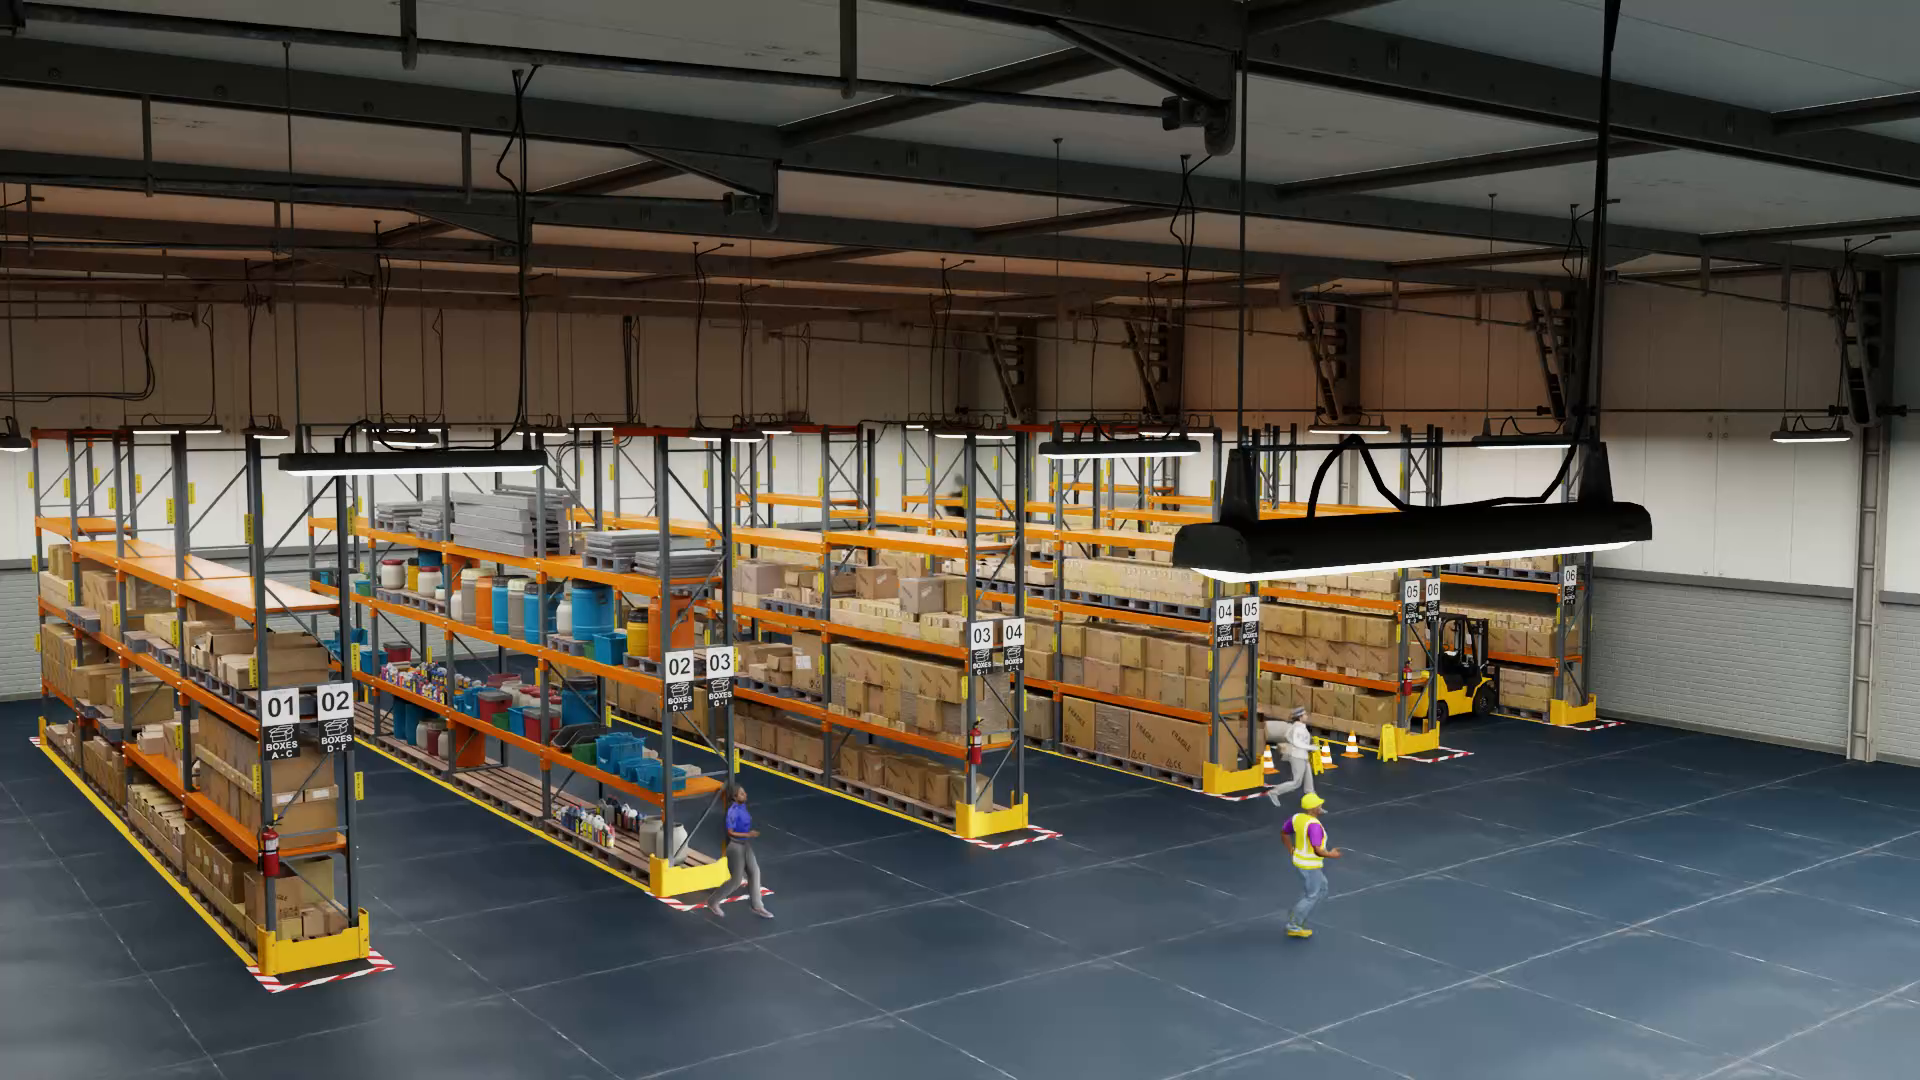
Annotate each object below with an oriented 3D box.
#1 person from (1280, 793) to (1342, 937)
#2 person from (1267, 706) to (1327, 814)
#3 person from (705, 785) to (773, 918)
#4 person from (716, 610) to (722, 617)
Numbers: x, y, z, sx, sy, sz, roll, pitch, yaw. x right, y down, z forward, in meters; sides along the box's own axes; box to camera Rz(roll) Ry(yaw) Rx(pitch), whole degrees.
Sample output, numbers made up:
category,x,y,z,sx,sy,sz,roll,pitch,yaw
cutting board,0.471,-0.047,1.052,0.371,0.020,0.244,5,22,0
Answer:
category,x,y,z,sx,sy,sz,roll,pitch,yaw
person,4.224,3.891,19.922,0.629,1.734,0.695,-1,5,-8
person,5.323,3.441,26.127,0.907,1.688,0.630,1,5,15
person,-2.749,3.881,20.645,0.827,1.661,0.589,1,5,9
person,-5.701,2.450,38.454,0.697,1.742,0.722,-4,6,-39
